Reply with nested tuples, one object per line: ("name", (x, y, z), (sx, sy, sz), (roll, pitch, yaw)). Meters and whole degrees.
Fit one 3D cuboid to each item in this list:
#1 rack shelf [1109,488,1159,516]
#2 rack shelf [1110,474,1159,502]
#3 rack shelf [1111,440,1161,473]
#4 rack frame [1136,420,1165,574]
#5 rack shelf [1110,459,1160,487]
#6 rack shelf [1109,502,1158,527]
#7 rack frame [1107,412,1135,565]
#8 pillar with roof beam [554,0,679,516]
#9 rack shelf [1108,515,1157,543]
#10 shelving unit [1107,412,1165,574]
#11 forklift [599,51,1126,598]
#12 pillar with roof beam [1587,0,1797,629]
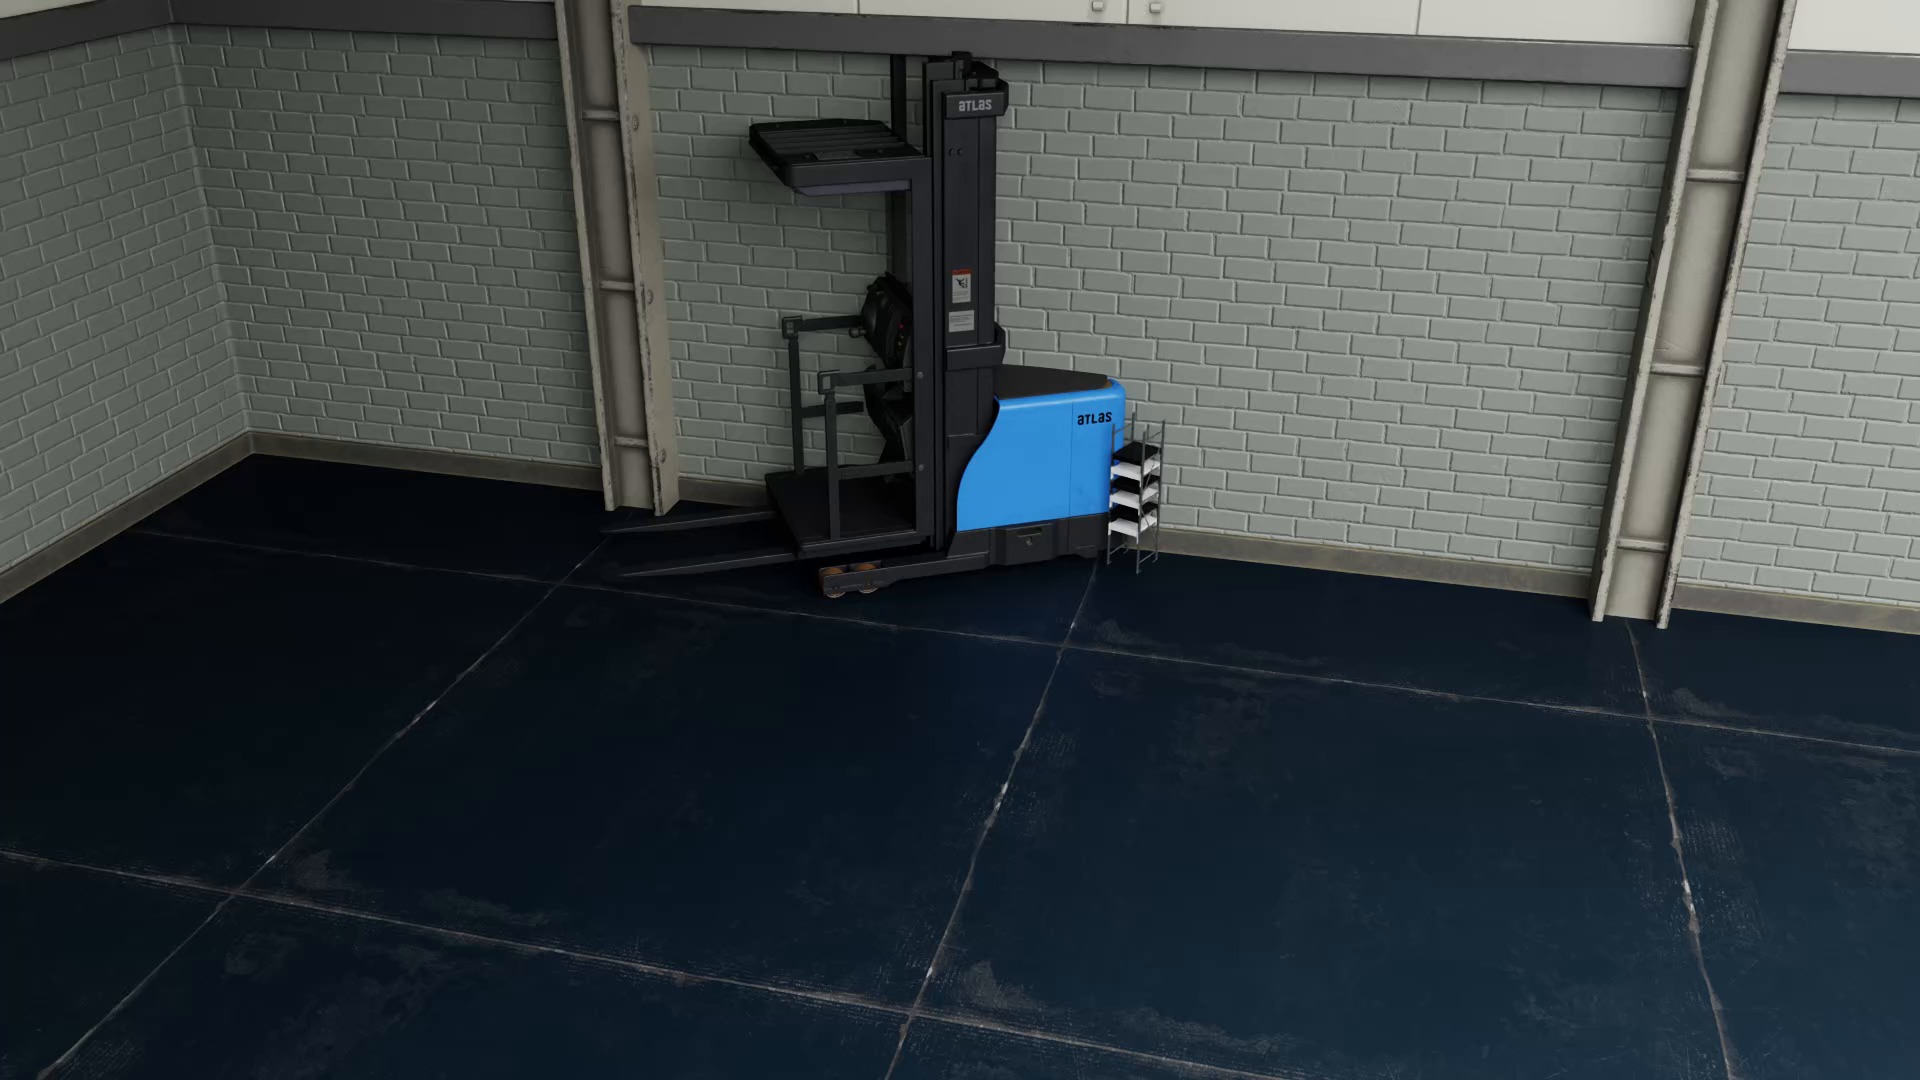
("rack shelf", (1.032, -0.244, 9.794), (0.200, 0.077, 0.258), (18, 31, 32))
("rack shelf", (1.032, -0.325, 9.755), (0.200, 0.077, 0.258), (18, 31, 32))
("rack shelf", (1.032, -0.488, 9.677), (0.200, 0.077, 0.258), (18, 31, 32))
("rack frame", (1.114, -0.248, 9.725), (0.006, 0.900, 0.240), (18, 31, 32))
("rack shelf", (1.032, -0.407, 9.716), (0.200, 0.077, 0.258), (18, 31, 32))
("rack shelf", (1.032, -0.163, 9.832), (0.200, 0.077, 0.258), (18, 31, 32))
("rack frame", (0.950, -0.300, 9.834), (0.006, 0.900, 0.240), (18, 31, 32))
("pillar with roof beam", (-3.118, -2.506, 5.046), (0.400, 9.000, 9.100), (6, 26, 13))
("rack shelf", (1.032, -0.082, 9.871), (0.200, 0.077, 0.258), (18, 31, 32))
("shelving unit", (1.032, -0.274, 9.779), (0.210, 0.900, 0.258), (18, 31, 32))
("forklift", (-0.599, -1.246, 9.458), (3.031, 2.935, 1.130), (-7, 26, -15))
("pillar with roof beam", (2.693, -1.864, 3.697), (0.400, 9.000, 9.100), (6, 26, 13))
